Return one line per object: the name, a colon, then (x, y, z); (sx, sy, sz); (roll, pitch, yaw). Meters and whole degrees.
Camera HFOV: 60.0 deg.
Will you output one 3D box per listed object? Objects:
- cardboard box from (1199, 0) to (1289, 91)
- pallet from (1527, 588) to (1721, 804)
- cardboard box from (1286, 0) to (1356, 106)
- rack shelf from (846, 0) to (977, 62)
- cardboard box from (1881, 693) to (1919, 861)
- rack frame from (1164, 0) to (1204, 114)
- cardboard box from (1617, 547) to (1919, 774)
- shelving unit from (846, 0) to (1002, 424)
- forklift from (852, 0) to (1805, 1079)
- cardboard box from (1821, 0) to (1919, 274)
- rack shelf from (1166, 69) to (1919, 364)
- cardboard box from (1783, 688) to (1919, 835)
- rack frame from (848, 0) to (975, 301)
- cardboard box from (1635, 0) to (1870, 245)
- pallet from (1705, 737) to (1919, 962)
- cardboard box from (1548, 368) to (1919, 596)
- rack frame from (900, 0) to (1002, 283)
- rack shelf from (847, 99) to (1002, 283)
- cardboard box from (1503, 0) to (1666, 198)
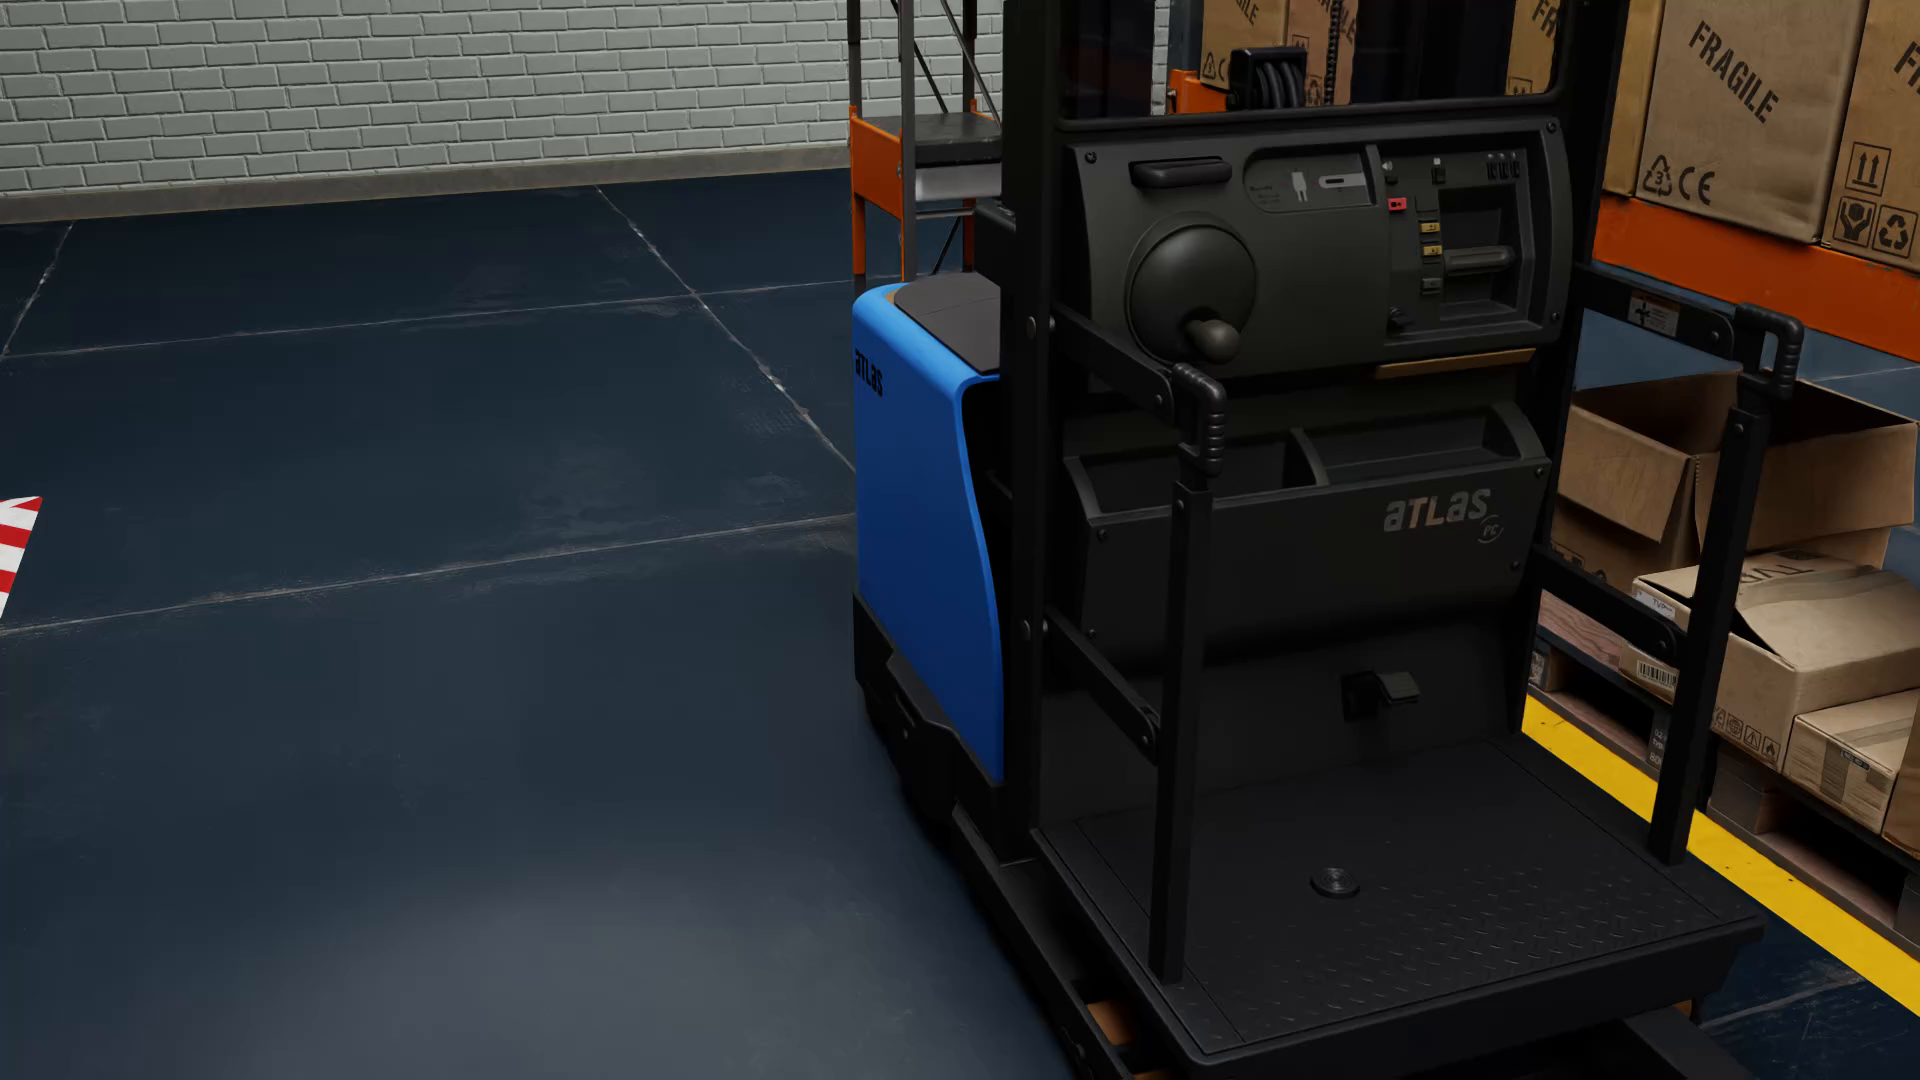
cardboard box: (1.100, -1.669, 5.218); (0.500, 0.500, 0.500); (-8, 24, -18)
pallet: (1.927, 0.225, 4.445); (1.003, 0.211, 1.213); (-8, 24, -19)
cardboard box: (1.288, -1.482, 4.775); (0.500, 0.500, 0.500); (-9, 24, -20)
rack shelf: (-0.058, -1.660, 4.718); (0.431, 0.518, 0.480); (-8, 24, -19)
cardboard box: (2.137, 0.414, 3.057); (0.500, 0.500, 0.500); (-8, 24, -19)
rack frame: (1.190, -1.820, 5.706); (1.000, 3.000, 0.127); (-8, 24, -19)
cardboard box: (1.872, 0.229, 3.740); (0.500, 0.311, 0.500); (-8, 24, -19)
shelving unit: (-0.058, -1.028, 4.985); (0.431, 2.100, 0.503); (-8, 24, -19)
forklift: (0.704, -0.483, 2.621); (1.130, 2.935, 3.031); (-8, 24, -18)
cardboard box: (2.003, -0.746, 3.030); (0.500, 0.500, 0.500); (-8, 24, -17)
rack shelf: (1.897, -0.762, 4.122); (1.077, 0.370, 4.000); (-8, 24, -19)
cardboard box: (1.948, 0.448, 3.428); (0.380, 0.149, 0.250); (-8, 24, -19)
rack frame: (-0.145, -1.116, 5.195); (0.400, 2.100, 0.015); (-8, 24, -19)
cardboard box: (1.820, -0.933, 3.472); (0.500, 0.500, 0.500); (-8, 24, -18)
pallet: (2.362, 0.669, 3.392); (1.003, 0.211, 1.213); (-8, 24, -19)
cardboard box: (1.935, -0.101, 4.275); (0.797, 0.503, 0.637); (-8, 24, -19)
rack frame: (0.028, -0.939, 4.775); (0.400, 2.100, 0.015); (-8, 24, -19)
rack shelf: (-0.058, -1.015, 4.990); (0.431, 0.518, 0.480); (-8, 24, -19)
cardboard box: (1.637, -1.117, 3.910); (0.500, 0.500, 0.500); (-8, 24, -18)
